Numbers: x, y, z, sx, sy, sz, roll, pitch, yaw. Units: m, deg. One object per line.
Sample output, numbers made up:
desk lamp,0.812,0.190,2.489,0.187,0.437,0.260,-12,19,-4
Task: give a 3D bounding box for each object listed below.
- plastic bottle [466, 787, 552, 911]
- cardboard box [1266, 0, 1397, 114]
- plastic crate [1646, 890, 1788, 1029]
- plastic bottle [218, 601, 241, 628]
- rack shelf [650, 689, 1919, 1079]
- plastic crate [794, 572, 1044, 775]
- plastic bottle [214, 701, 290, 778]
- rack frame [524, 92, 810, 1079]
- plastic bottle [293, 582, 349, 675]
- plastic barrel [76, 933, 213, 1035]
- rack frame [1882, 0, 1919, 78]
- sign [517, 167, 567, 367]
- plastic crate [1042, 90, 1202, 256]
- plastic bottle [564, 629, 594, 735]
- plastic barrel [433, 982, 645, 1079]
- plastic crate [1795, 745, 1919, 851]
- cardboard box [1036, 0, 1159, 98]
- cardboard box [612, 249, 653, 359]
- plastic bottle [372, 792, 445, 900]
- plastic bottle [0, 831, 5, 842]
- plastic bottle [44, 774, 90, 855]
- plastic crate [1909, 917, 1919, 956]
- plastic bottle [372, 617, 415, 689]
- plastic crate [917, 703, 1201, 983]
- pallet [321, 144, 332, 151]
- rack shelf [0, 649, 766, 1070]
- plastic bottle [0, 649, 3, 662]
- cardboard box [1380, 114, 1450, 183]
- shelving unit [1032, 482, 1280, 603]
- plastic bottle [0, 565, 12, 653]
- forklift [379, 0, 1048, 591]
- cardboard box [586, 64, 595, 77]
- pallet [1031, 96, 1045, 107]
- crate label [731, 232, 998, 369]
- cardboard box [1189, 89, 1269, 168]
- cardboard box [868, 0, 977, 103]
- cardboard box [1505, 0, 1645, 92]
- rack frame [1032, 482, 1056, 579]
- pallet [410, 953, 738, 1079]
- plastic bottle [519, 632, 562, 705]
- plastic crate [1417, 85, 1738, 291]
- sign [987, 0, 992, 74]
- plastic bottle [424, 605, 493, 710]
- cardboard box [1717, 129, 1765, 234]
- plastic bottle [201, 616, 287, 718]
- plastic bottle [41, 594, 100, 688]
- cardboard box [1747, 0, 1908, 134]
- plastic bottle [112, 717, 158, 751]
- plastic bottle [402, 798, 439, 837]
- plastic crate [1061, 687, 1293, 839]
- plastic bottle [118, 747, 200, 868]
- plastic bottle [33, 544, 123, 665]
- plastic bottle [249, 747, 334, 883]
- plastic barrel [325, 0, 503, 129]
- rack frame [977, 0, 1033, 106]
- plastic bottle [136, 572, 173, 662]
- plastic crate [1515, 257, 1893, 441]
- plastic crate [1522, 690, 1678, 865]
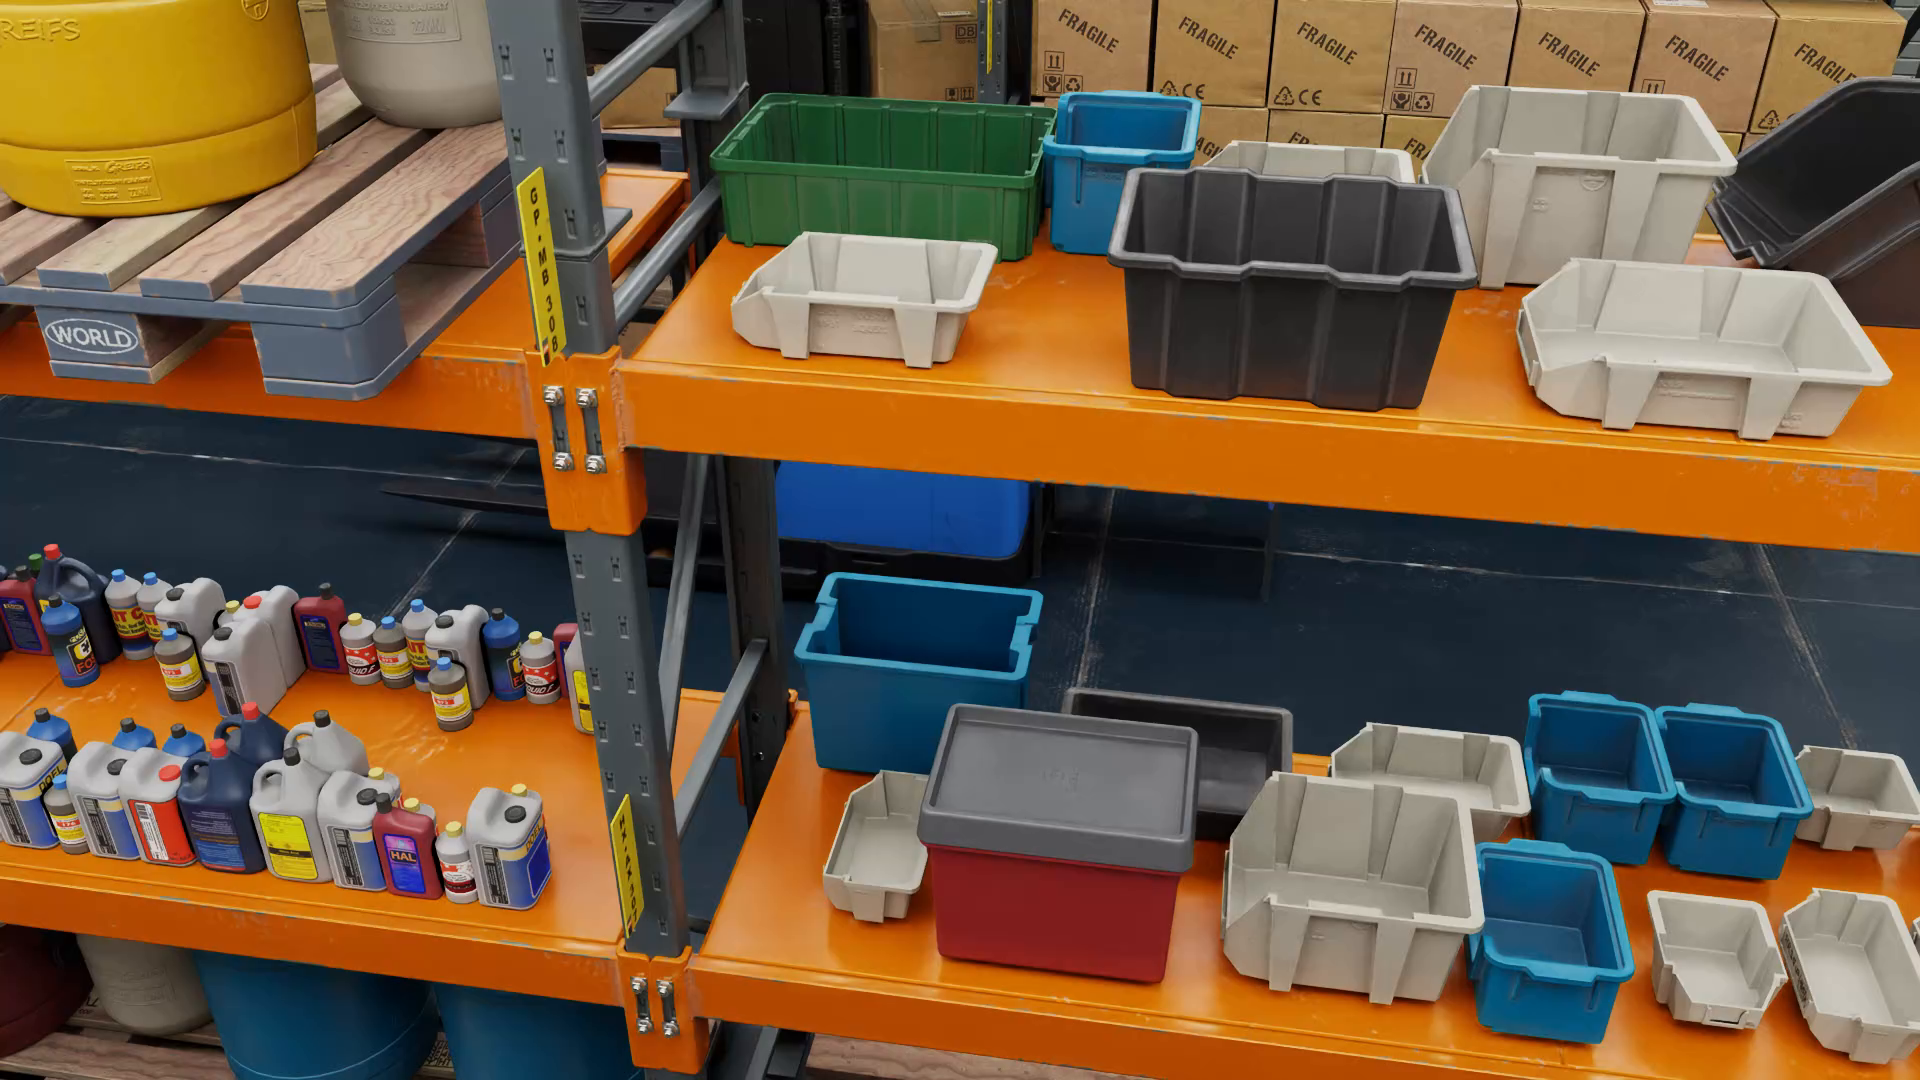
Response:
plastic bottle,-1.057,0.714,3.899,0.135,0.276,0.152,5,32,8
cardboard box,1.656,-2.248,7.477,0.500,0.500,0.500,4,32,7
plastic crate,1.638,0.931,3.628,0.250,0.136,0.298,5,32,8
plastic bottle,-2.029,0.264,4.688,0.097,0.201,0.097,0,32,0
rack shelf,1.358,1.011,3.986,4.000,0.370,1.077,5,32,8
plastic crate,-0.096,0.372,4.287,0.575,0.384,0.392,5,32,8
plastic bottle,-1.733,0.546,4.097,0.185,0.351,0.144,5,32,8
rack frame,-0.614,0.528,4.080,0.127,3.000,1.000,5,32,8
plastic bottle,-1.779,0.242,4.646,0.133,0.283,0.061,5,32,8
plastic barrel,-2.387,1.186,4.977,0.421,0.512,0.421,0,32,0
rack frame,4.166,-1.706,7.648,0.127,3.000,1.000,5,32,8
sign,-0.708,-0.460,2.822,0.005,0.325,0.100,5,32,8
plastic crate,0.337,-0.759,3.465,0.300,0.233,0.416,5,32,8
plastic bottle,-0.946,0.344,4.420,0.185,0.351,0.144,5,32,8
plastic barrel,-1.147,1.182,4.617,0.708,0.901,0.600,5,32,8
plastic crate,2.170,0.644,4.085,0.298,0.136,0.250,5,32,8
cardboard box,0.640,-2.340,7.624,0.500,0.500,0.500,6,33,9
cardboard box,-1.793,-1.221,8.816,0.500,0.500,0.500,4,32,7
plastic bottle,-1.293,0.714,3.892,0.133,0.283,0.061,5,32,8
plastic bottle,-2.394,0.639,4.089,0.097,0.201,0.097,0,32,0
plastic bottle,-2.166,0.660,4.056,0.097,0.201,0.097,0,32,0
plastic crate,2.212,0.959,3.582,0.243,0.136,0.396,5,32,8
plastic bottle,-1.572,0.305,4.622,0.097,0.201,0.097,0,32,0
plastic crate,0.224,0.686,3.710,0.583,0.464,0.402,5,32,8
pallet,-3.040,-2.315,8.802,1.003,0.211,1.213,5,32,8
rack shelf,-2.585,0.654,4.556,4.000,0.370,1.077,5,32,8
plastic bottle,-2.802,0.227,4.670,0.133,0.283,0.061,5,32,8
cardboard box,2.179,-1.783,7.676,0.500,0.500,0.500,5,32,8
shelving unit,0.886,-0.543,7.203,1.048,1.500,0.538,6,33,9
plastic bottle,-2.810,0.142,4.742,0.185,0.351,0.144,5,32,8
forklift,-1.147,-1.309,7.078,3.031,2.935,1.130,6,33,9
cardboard box,-2.211,-2.461,8.365,0.500,0.500,0.700,11,34,17
pallet,0.280,-3.501,13.145,1.213,0.211,1.003,5,32,8
crate label,-0.180,-0.437,3.043,0.466,0.136,0.293,5,32,8
cardboard box,1.185,-1.873,7.821,0.500,0.500,0.500,6,32,9
cardboard box,-0.206,-2.442,8.335,0.500,0.500,0.700,-5,32,-8
cardboard box,2.671,-2.156,7.331,0.500,0.500,0.500,6,33,10
rack frame,0.387,-0.593,7.285,0.032,1.500,0.500,6,33,9
pallet,-1.367,1.619,4.965,1.213,0.211,1.003,5,32,8
plastic bottle,-1.152,0.343,4.562,0.097,0.201,0.097,0,32,0
plastic crate,1.196,-0.696,3.319,0.530,0.282,0.437,5,32,8
sign,0.133,-2.263,7.447,0.005,0.325,0.100,5,32,8
plastic bottle,-1.367,0.307,4.549,0.135,0.276,0.152,5,32,8
cardboard box,3.679,-1.646,7.458,0.500,0.500,0.500,6,33,10
plastic bottle,-1.944,0.337,4.502,0.135,0.276,0.152,5,32,8
plastic bottle,-2.473,0.272,4.610,0.097,0.271,0.097,0,32,0
cardboard box,3.681,-2.068,7.190,0.500,0.500,0.500,5,32,8
plastic bottle,-2.044,0.560,4.150,0.097,0.271,0.097,0,32,0
plastic bottle,-1.297,0.706,3.982,0.097,0.201,0.097,0,32,0
plastic crate,0.535,0.578,4.202,0.590,0.125,0.437,5,32,8
plastic bottle,-1.914,0.636,4.023,0.135,0.276,0.152,5,32,8
plastic bottle,-2.496,0.171,4.696,0.185,0.351,0.144,5,32,8
plastic bottle,-1.575,0.638,3.951,0.185,0.351,0.144,5,32,8
plastic barrel,-1.091,-1.158,3.421,0.433,0.535,0.433,0,32,0
rack frame,0.223,-2.063,8.218,0.127,3.000,1.000,5,32,8
plastic bottle,-2.257,0.214,4.703,0.097,0.271,0.097,0,32,0
plastic crate,1.250,-0.330,2.871,0.530,0.136,0.437,5,32,8
plastic crate,1.547,0.592,4.079,0.300,0.233,0.416,5,32,8
